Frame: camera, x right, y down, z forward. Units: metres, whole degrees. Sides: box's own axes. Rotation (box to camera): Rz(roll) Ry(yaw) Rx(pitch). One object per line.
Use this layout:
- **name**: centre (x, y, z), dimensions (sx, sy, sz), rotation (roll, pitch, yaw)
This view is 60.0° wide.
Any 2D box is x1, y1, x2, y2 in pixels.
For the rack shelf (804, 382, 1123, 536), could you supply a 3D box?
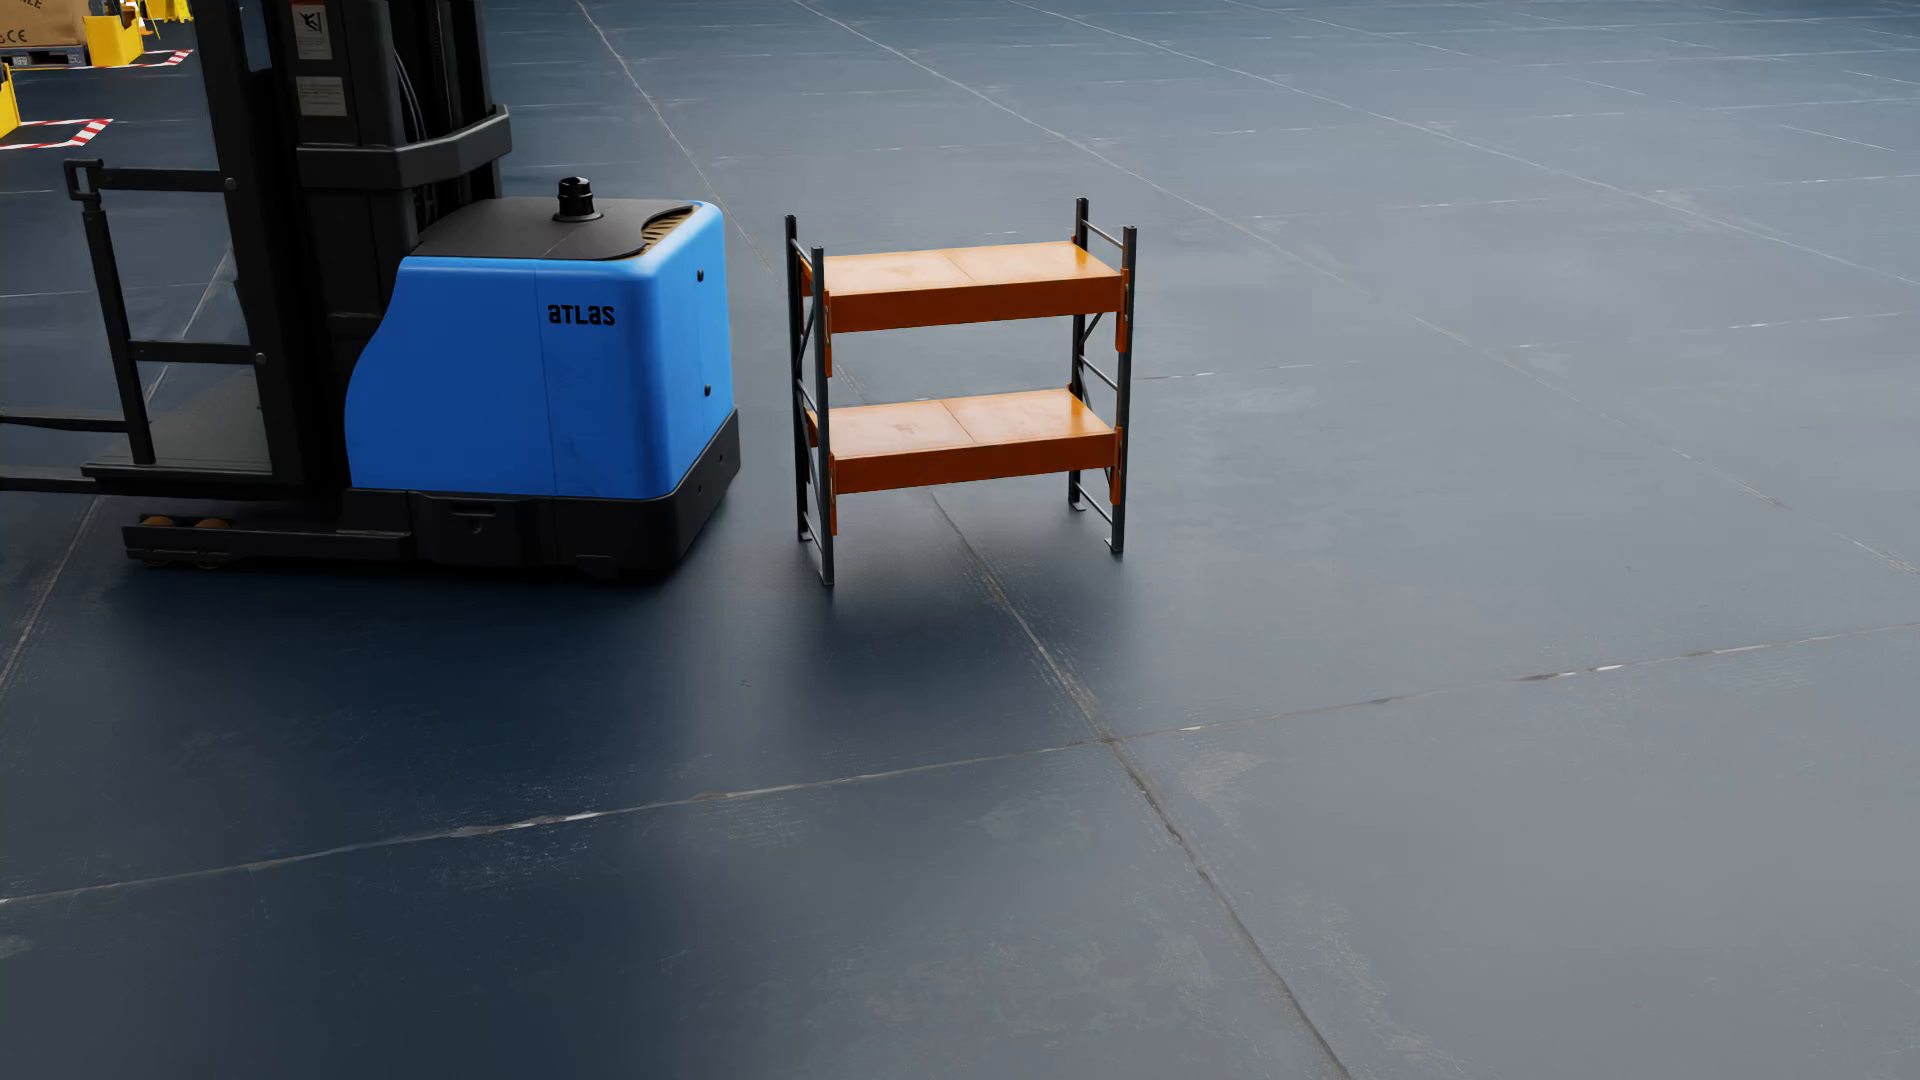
- **rack shelf**: centre (-0.007, -0.292, 5.706), dimensions (1.000, 0.278, 0.538), rotation (-6, 24, -14)

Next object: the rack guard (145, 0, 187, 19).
- **rack guard**: centre (-10.568, -7.251, 22.098), dimensions (0.348, 0.500, 1.175), rotation (-6, 24, -14)

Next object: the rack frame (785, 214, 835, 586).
- **rack frame**: centre (-0.496, -0.462, 5.484), dimensions (0.032, 1.125, 0.500), rotation (-6, 24, -14)

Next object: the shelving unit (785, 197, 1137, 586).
- **shelving unit**: centre (-0.007, -0.516, 5.610), dimensions (1.048, 1.125, 0.538), rotation (-6, 24, -14)

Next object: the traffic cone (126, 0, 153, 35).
- **traffic cone**: centre (-9.934, -6.321, 19.979), dimensions (0.334, 0.463, 0.336), rotation (-6, 24, -14)

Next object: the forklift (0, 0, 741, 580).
- **forklift**: centre (-2.382, -1.452, 5.501), dimensions (3.031, 2.935, 1.130), rotation (3, 23, 6)

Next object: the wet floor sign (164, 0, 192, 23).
- **wet floor sign**: centre (-10.023, -6.940, 21.189), dimensions (0.232, 0.644, 0.267), rotation (2, 23, 4)

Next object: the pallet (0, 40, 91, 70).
- **pallet**: centre (-9.809, -5.143, 17.552), dimensions (1.213, 0.211, 1.003), rotation (-6, 24, -14)

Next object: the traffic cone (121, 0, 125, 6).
- **traffic cone**: centre (-10.561, -6.706, 20.876), dimensions (0.334, 0.463, 0.336), rotation (-6, 24, -14)

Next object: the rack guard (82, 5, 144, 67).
- **rack guard**: centre (-9.038, -5.393, 17.769), dimensions (0.348, 0.500, 1.175), rotation (-6, 24, -14)

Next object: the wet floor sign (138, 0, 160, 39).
- **wet floor sign**: centre (-9.568, -6.212, 19.493), dimensions (0.232, 0.644, 0.267), rotation (-11, 25, -23)

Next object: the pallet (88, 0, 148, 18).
- **pallet**: centre (-11.360, -7.045, 21.985), dimensions (1.213, 0.211, 1.003), rotation (-6, 24, -14)

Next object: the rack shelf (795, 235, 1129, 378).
- **rack shelf**: centre (-0.007, -0.785, 5.495), dimensions (1.000, 0.278, 0.538), rotation (-6, 24, -14)

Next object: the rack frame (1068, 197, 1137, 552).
- **rack frame**: centre (0.483, -0.570, 5.736), dimensions (0.032, 1.125, 0.500), rotation (-6, 24, -14)

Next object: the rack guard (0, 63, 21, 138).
- **rack guard**: centre (-7.891, -3.489, 13.330), dimensions (0.348, 0.500, 1.175), rotation (-6, 24, -14)

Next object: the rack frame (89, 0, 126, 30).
- **rack frame**: centre (-9.061, -6.539, 17.270), dimensions (0.127, 3.000, 1.000), rotation (-6, 24, -14)

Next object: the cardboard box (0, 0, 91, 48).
- **cardboard box**: centre (-9.696, -5.659, 17.379), dimensions (0.875, 0.875, 0.875), rotation (-6, 24, -14)

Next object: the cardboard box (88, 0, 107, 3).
- **cardboard box**: centre (-11.224, -7.146, 21.639), dimensions (0.500, 0.250, 0.500), rotation (-6, 24, -15)

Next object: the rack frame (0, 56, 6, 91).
- **rack frame**: centre (-7.818, -4.645, 12.856), dimensions (0.127, 3.000, 1.000), rotation (-6, 24, -14)
